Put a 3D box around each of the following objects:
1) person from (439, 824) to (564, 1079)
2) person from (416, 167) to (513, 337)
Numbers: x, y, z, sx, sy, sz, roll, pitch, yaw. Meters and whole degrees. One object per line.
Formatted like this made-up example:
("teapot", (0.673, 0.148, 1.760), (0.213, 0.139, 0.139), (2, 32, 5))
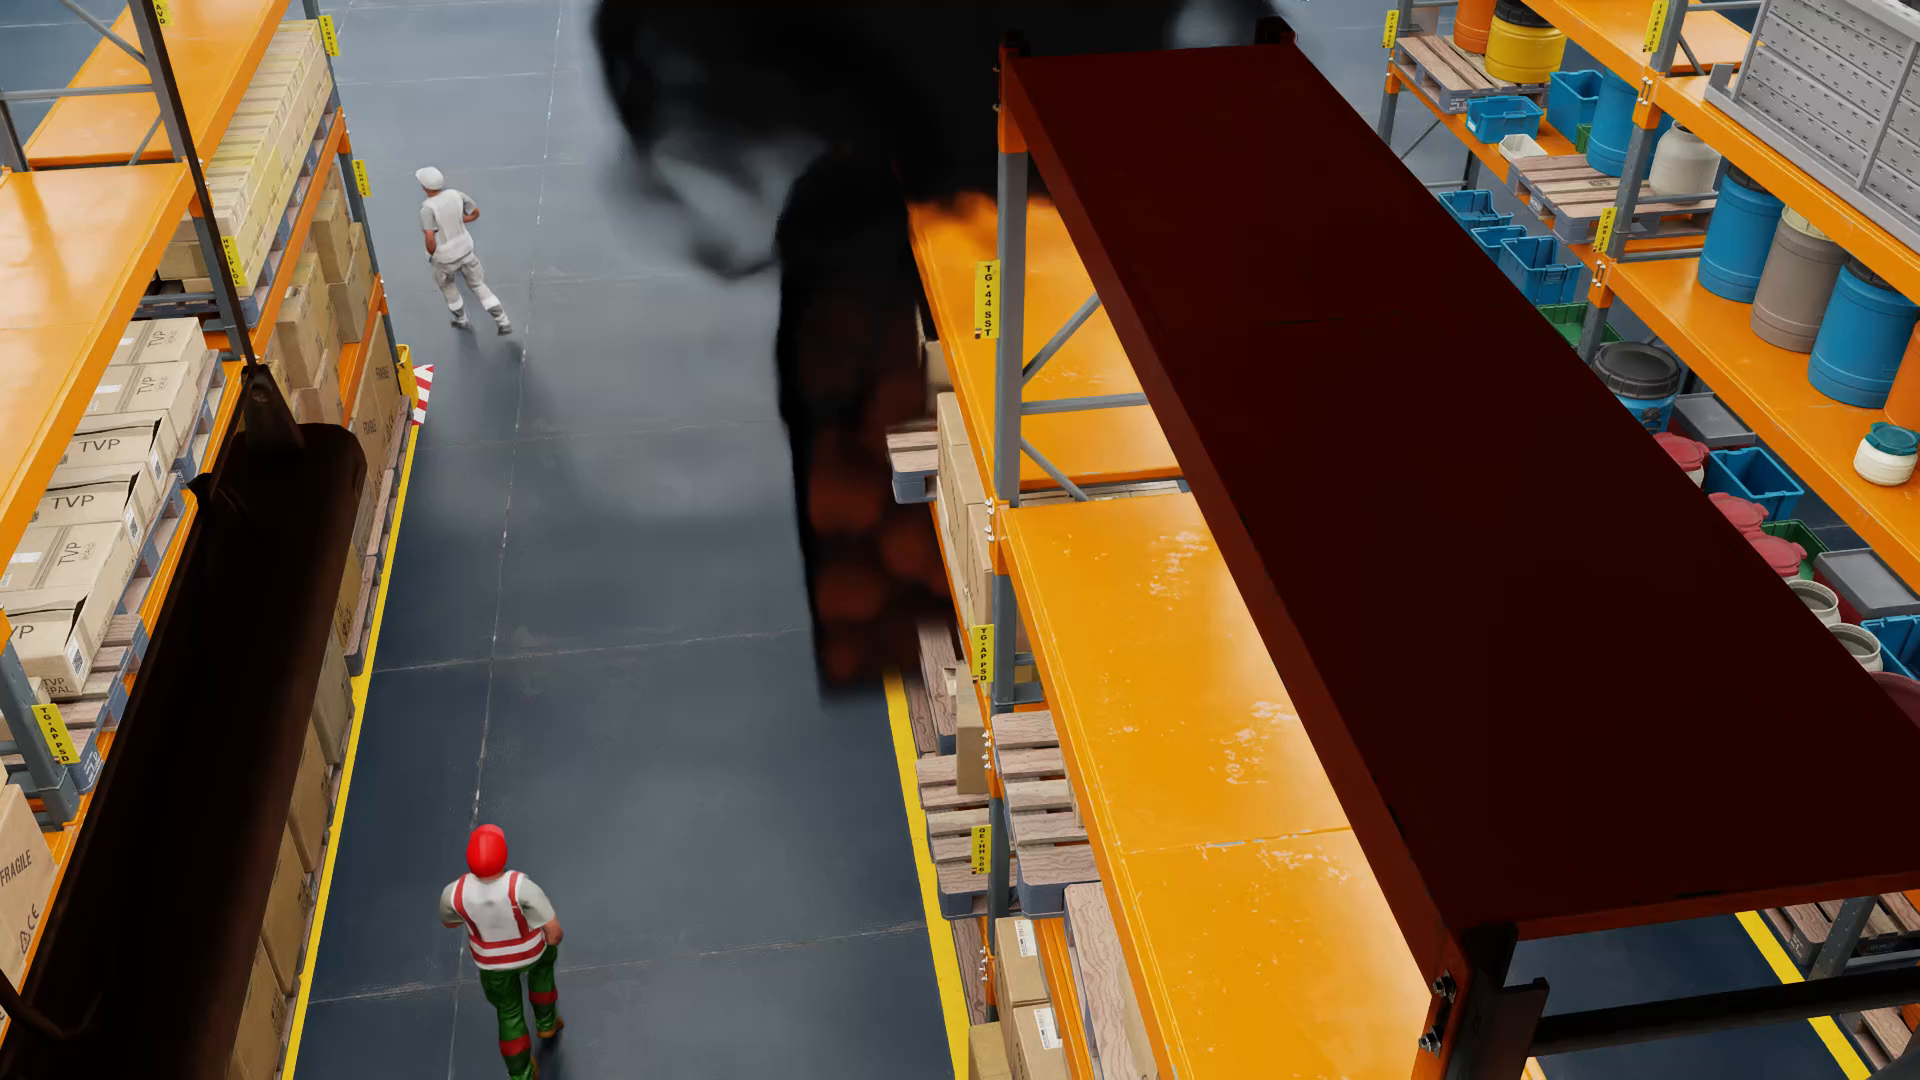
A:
("person", (-2.400, 2.214, 8.932), (0.631, 1.843, 0.735), (-7, 37, -9))
("person", (-4.739, -2.660, 15.553), (0.933, 1.786, 0.692), (28, 45, 33))
